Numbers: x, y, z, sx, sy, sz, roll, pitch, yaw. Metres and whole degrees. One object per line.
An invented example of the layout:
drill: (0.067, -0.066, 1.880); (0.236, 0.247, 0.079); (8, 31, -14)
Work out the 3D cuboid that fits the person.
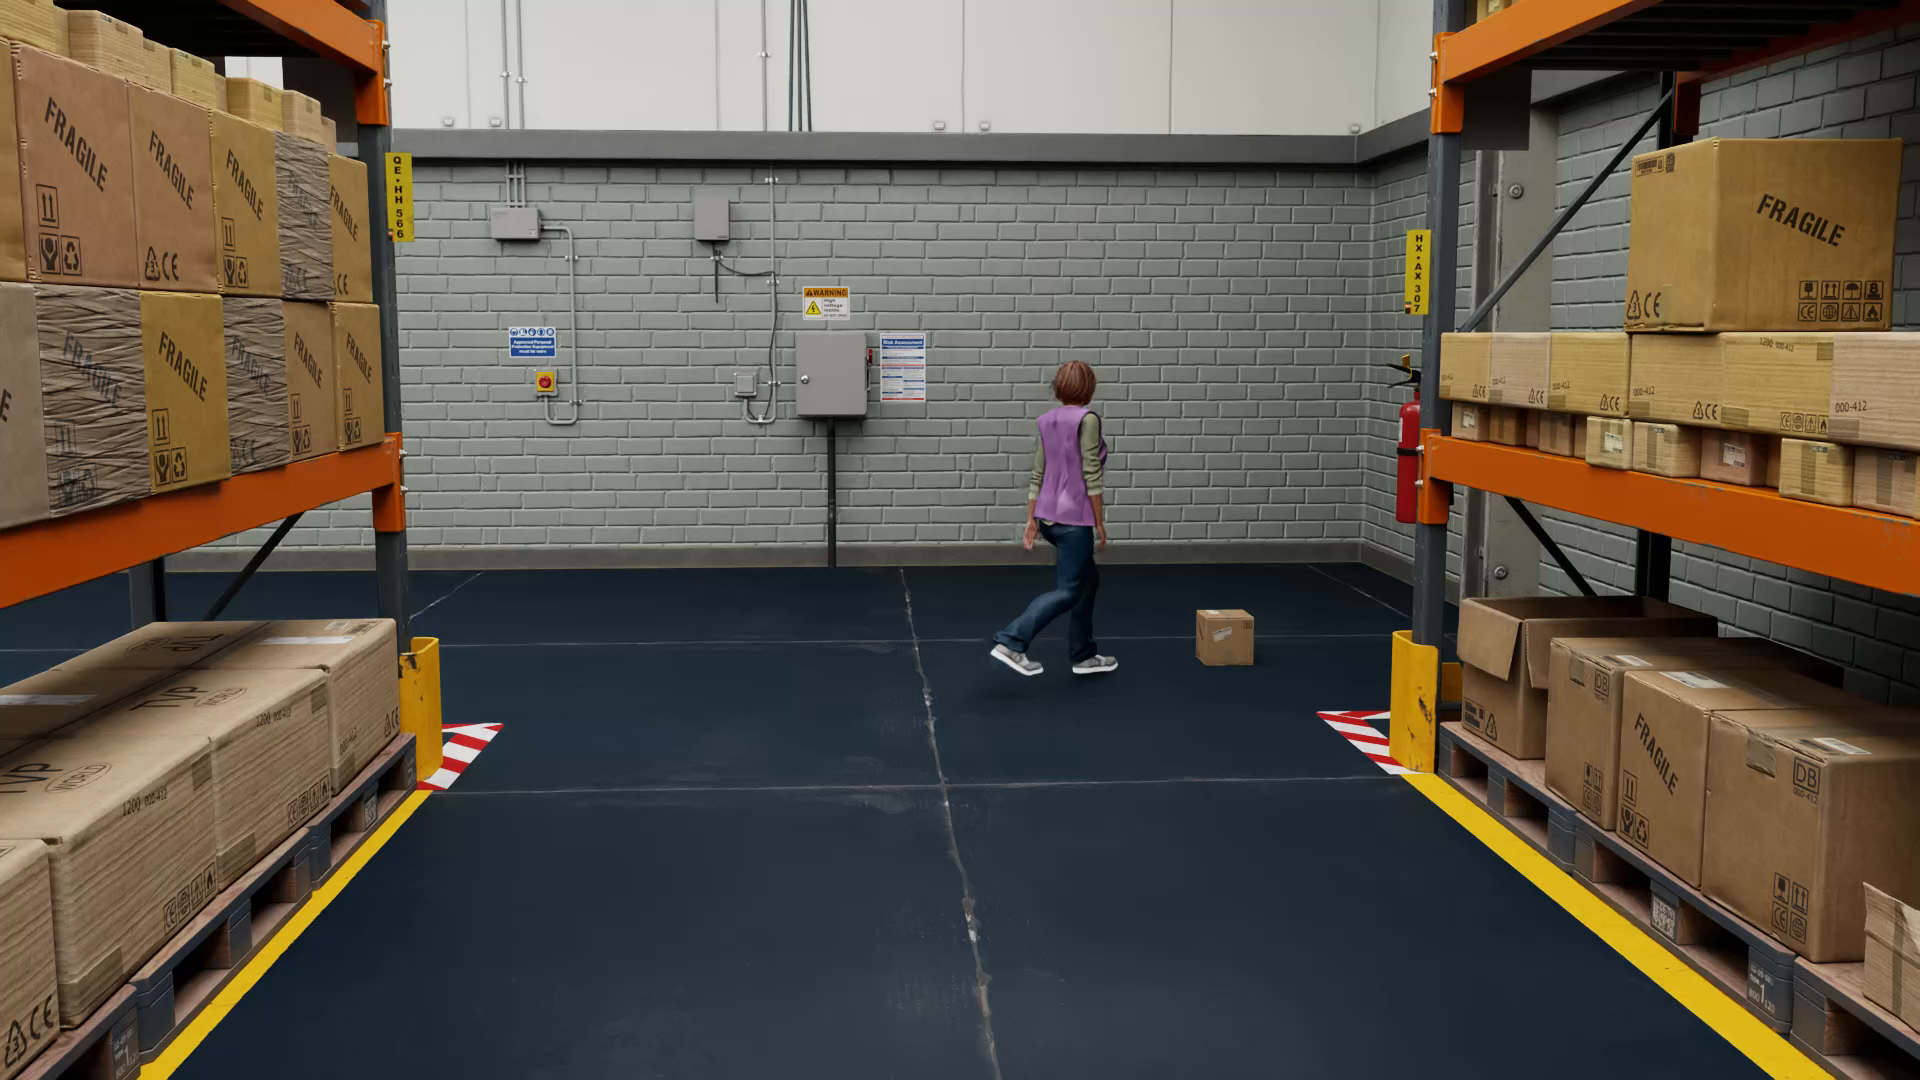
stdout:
person: (0.472, -0.080, 8.030); (0.833, 1.541, 0.425); (-4, 8, -31)
